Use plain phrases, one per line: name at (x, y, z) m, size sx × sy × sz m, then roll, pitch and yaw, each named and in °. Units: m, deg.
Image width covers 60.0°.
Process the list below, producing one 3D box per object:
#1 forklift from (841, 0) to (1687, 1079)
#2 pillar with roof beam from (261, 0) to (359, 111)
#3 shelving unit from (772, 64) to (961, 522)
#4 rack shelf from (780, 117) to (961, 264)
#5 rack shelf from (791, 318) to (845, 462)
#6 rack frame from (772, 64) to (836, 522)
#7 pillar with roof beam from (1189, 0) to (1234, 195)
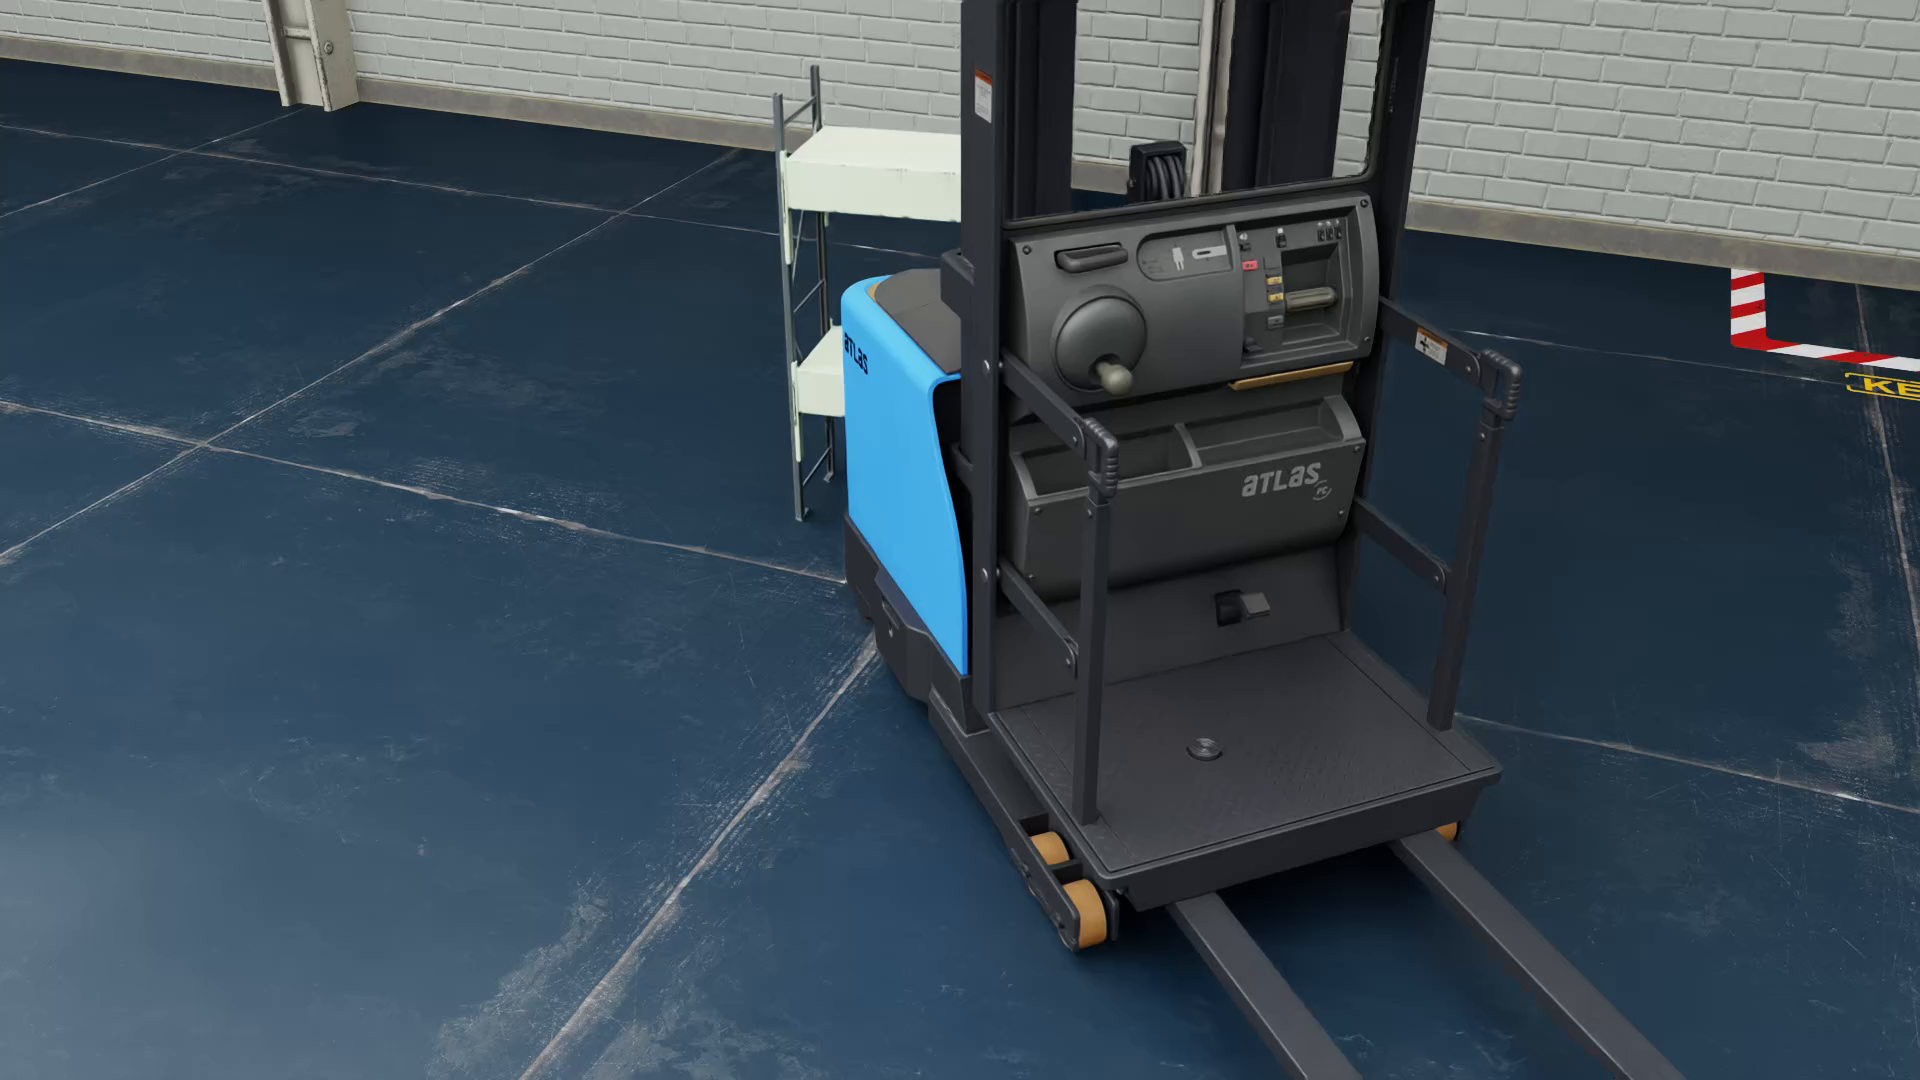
forklift at (0.647, -0.526, 3.702) m, size 1.130 × 2.935 × 3.031 m, roll -11°, pitch 31°, yaw -19°
pillar with roof beam at (-5.742, -4.784, 5.069) m, size 0.400 × 9.000 × 9.100 m, roll 11°, pitch 31°, yaw 19°
shelving unit at (-0.166, -0.771, 5.590) m, size 0.755 × 1.500 × 0.431 m, roll 7°, pitch 30°, yaw 12°
rack shelf at (-0.166, -1.111, 5.398) m, size 0.720 × 0.370 × 0.431 m, roll 7°, pitch 30°, yaw 12°
rack shelf at (-0.166, -0.487, 5.751) m, size 0.720 × 0.370 × 0.431 m, roll 7°, pitch 30°, yaw 12°
rack frame at (-0.521, -0.815, 5.667) m, size 0.023 × 1.500 × 0.400 m, roll 7°, pitch 30°, yaw 12°
pillar with roof beam at (-0.183, -3.674, 3.105) m, size 0.400 × 9.000 × 9.100 m, roll 11°, pitch 31°, yaw 19°
